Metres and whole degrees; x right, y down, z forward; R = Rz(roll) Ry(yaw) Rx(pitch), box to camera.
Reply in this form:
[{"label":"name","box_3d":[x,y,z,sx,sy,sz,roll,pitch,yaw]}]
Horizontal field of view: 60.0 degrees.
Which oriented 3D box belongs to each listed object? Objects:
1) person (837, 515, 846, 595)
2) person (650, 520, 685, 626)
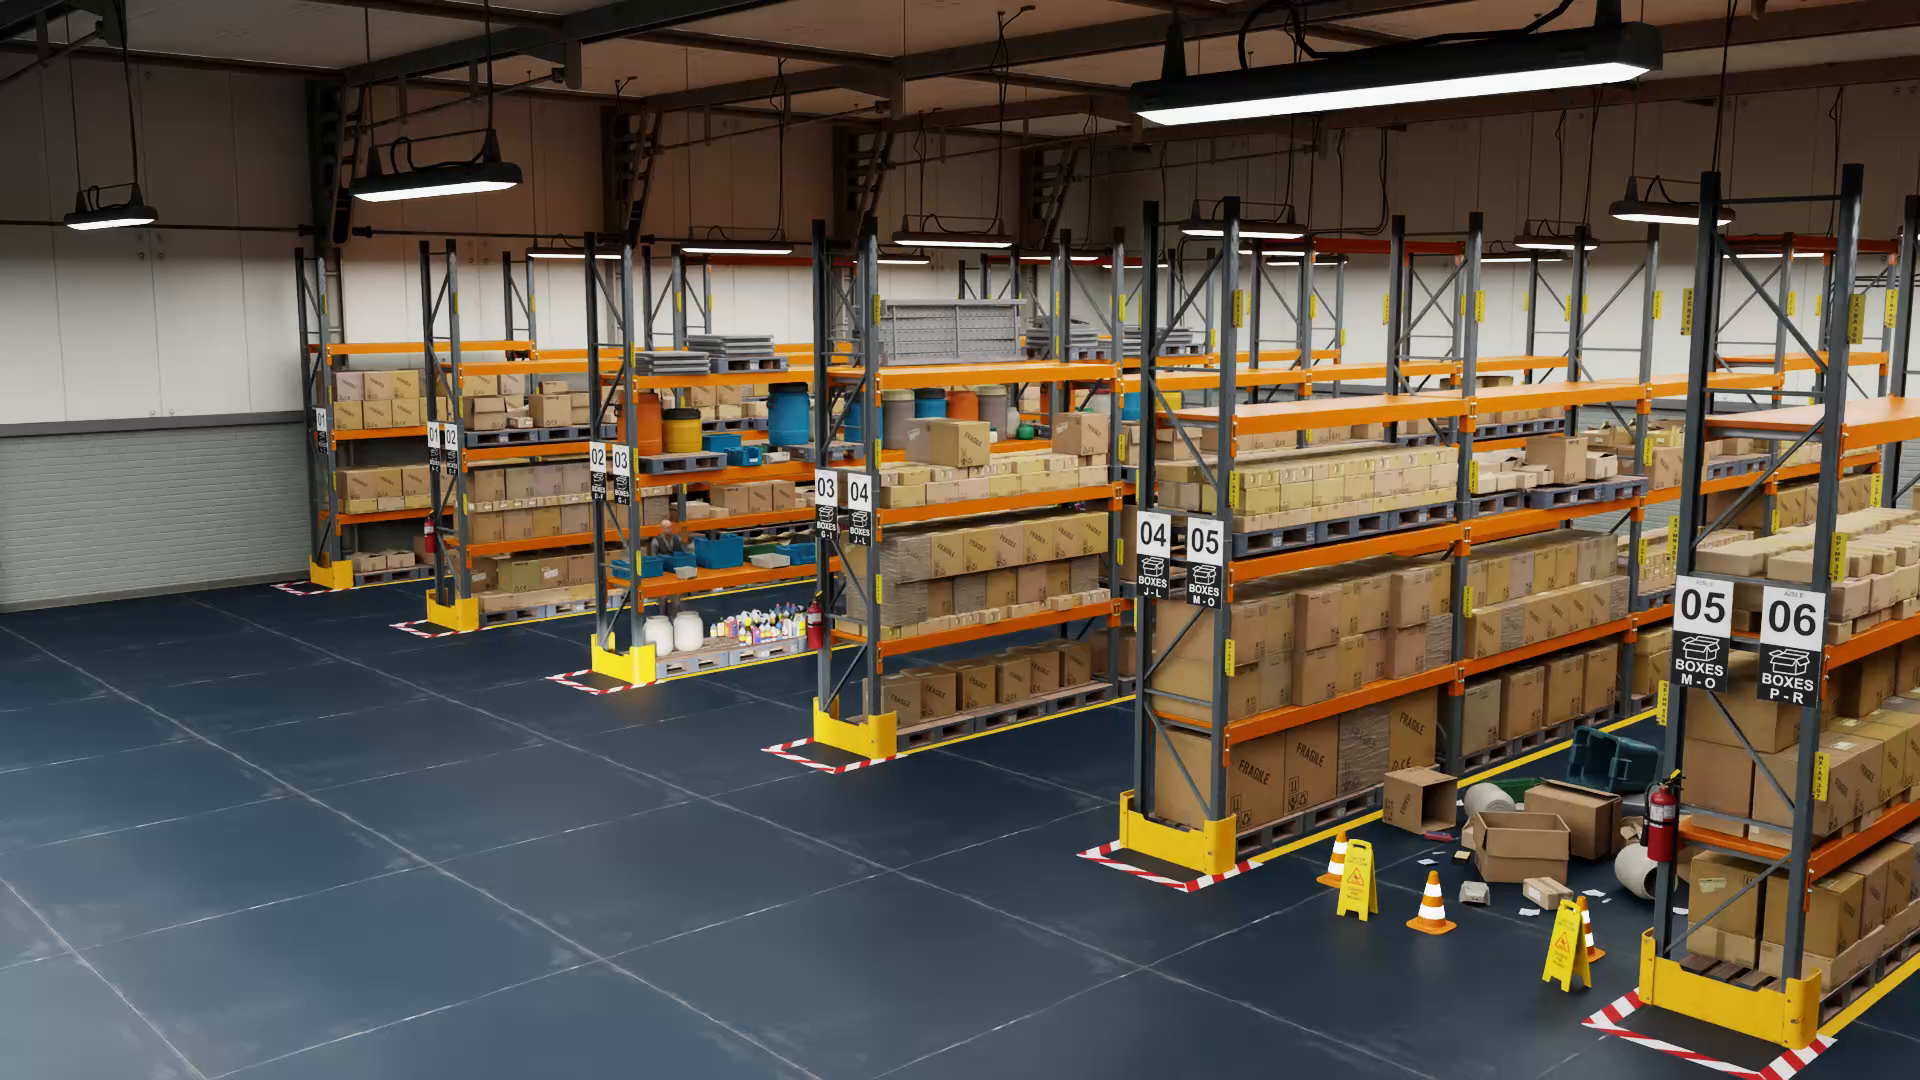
[{"label":"person","box_3d":[-2.105,0.032,27.458,0.493,1.715,0.480,-2,9,-16]},{"label":"person","box_3d":[-4.523,0.541,25.807,0.569,1.743,0.402,-4,9,-24]}]
